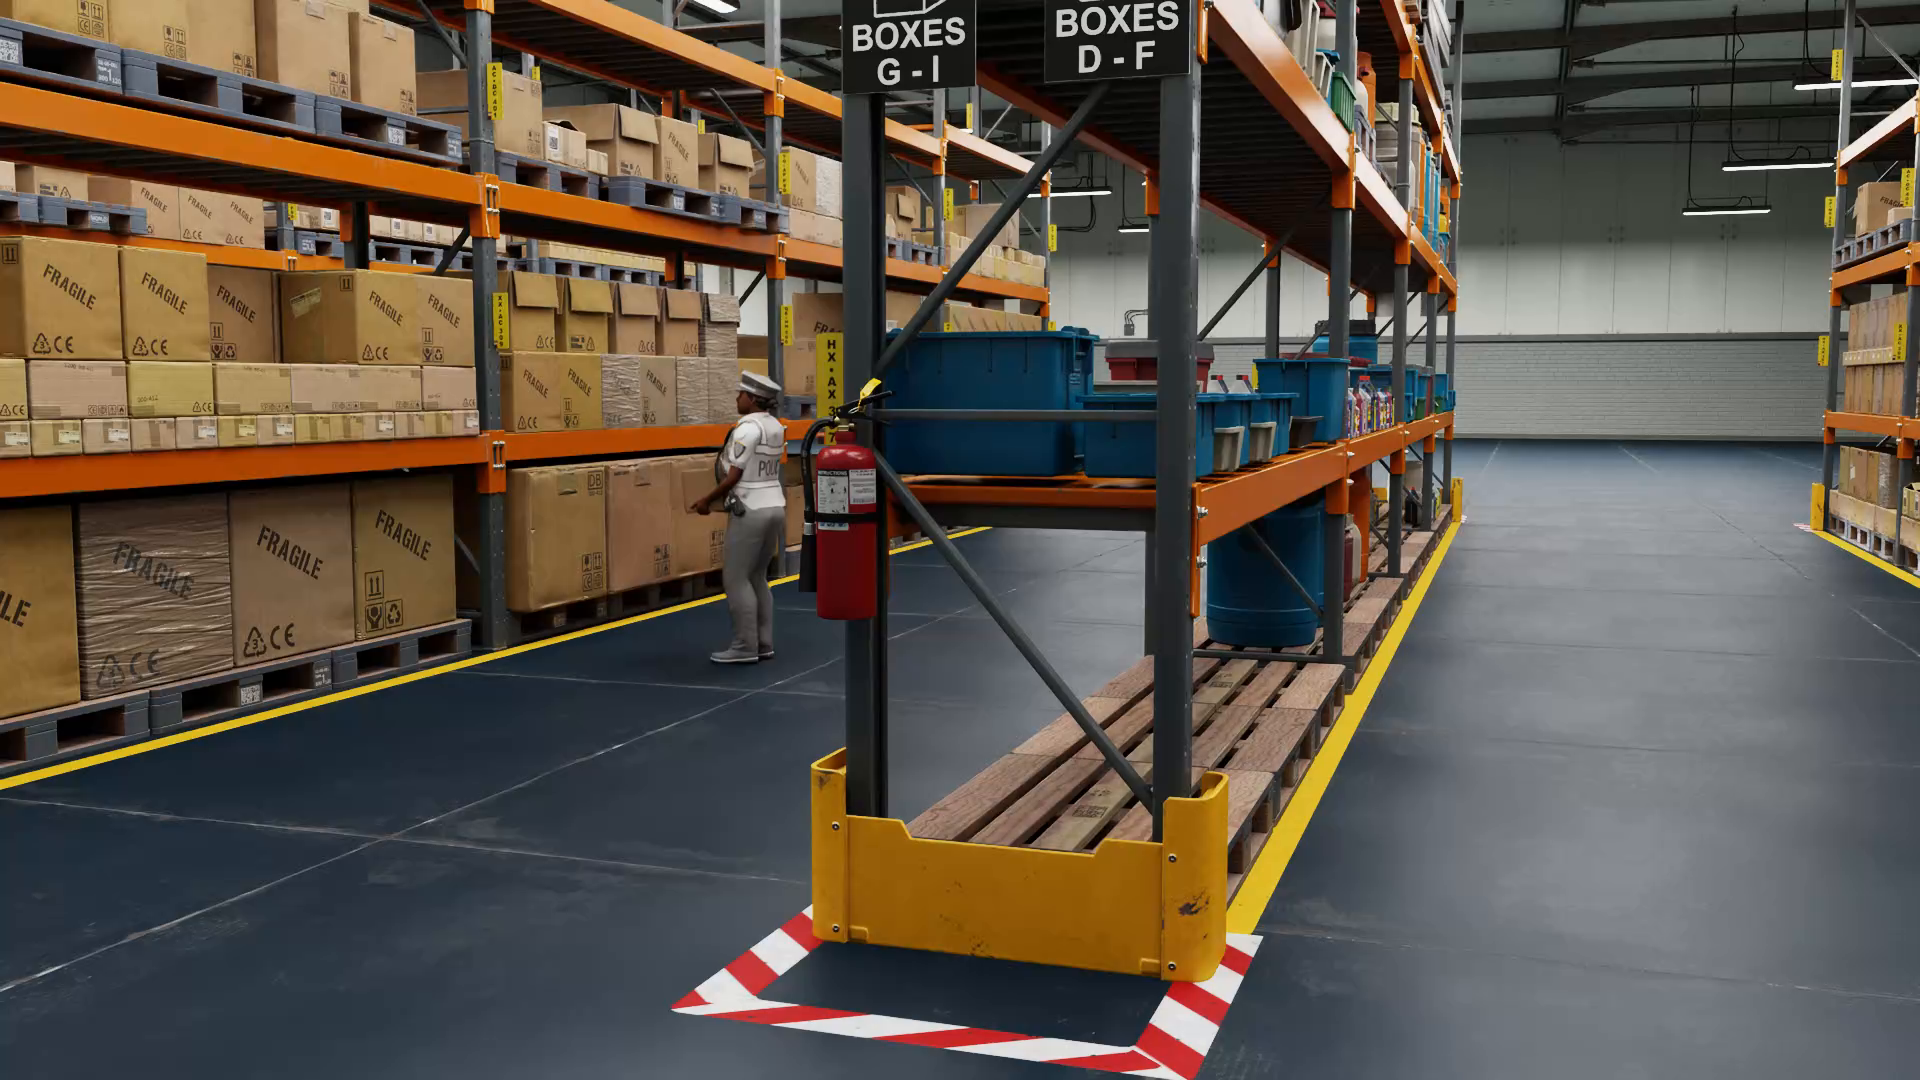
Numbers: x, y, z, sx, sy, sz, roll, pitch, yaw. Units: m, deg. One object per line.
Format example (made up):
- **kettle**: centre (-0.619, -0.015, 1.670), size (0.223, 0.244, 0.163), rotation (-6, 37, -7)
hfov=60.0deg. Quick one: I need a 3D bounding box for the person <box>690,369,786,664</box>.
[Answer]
- **person**: centre (-1.266, -0.136, 9.610), size (0.513, 1.686, 0.450), rotation (2, 6, 19)
